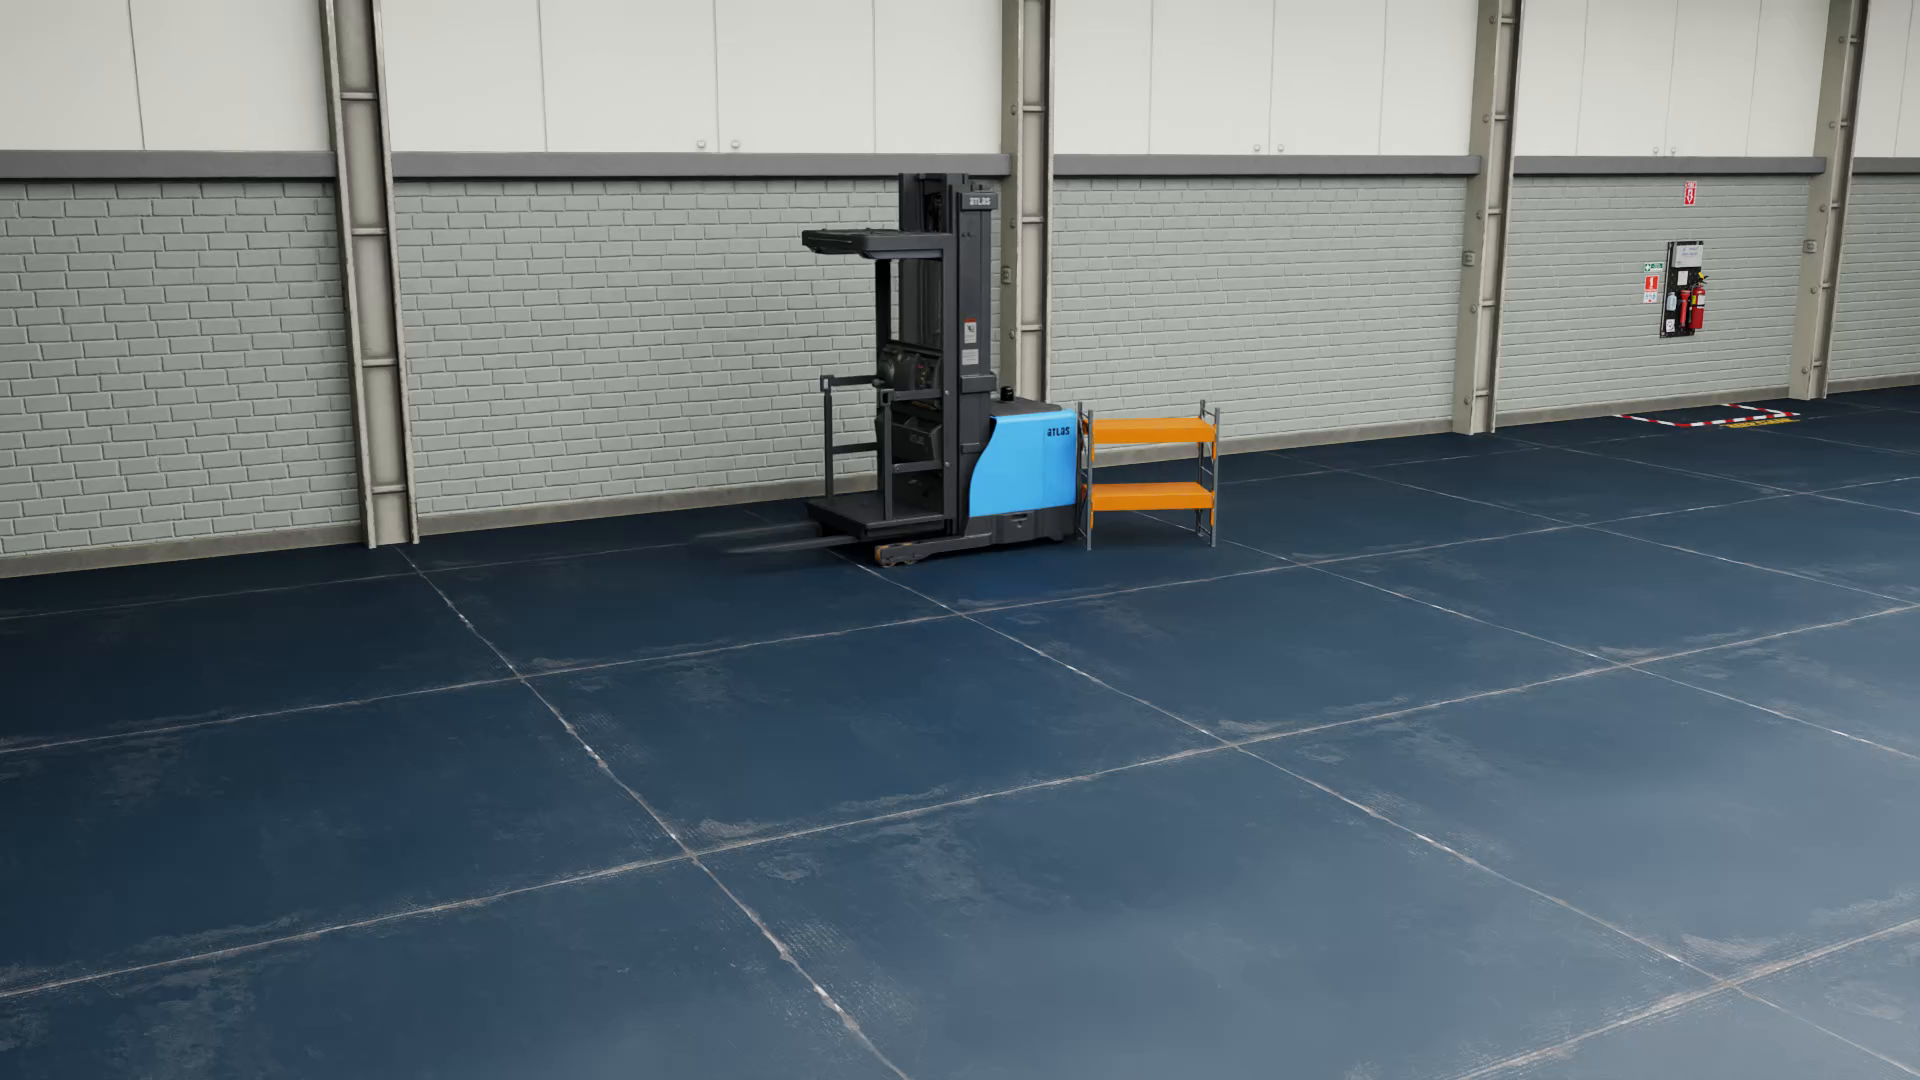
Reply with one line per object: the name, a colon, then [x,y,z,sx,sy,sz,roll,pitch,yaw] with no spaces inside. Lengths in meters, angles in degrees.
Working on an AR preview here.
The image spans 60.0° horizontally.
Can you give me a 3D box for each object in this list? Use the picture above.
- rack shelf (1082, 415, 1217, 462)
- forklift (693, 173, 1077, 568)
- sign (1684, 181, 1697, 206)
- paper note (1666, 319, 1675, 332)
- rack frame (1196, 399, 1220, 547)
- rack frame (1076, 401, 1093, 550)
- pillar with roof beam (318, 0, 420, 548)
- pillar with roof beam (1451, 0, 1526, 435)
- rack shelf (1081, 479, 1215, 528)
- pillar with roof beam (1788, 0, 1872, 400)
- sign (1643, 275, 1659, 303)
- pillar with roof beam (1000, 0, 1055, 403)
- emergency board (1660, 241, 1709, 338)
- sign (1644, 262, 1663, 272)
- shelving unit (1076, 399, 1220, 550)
rack shelf: [1.504,-0.821,13.364,1.000,0.278,0.538,-1,13,-6]
forklift: [-0.576,-1.351,12.937,3.031,2.935,1.130,-8,15,-30]
sign: [8.925,-4.237,20.323,0.199,0.298,0.001,-7,14,-28]
paper note: [8.792,-2.652,20.569,0.142,0.148,0.016,-7,14,-28]
rack frame: [2.009,-0.548,13.484,0.032,1.125,0.500,-1,13,-6]
rack frame: [0.999,-0.523,13.372,0.032,1.125,0.500,-1,13,-6]
pillar with roof beam: [-2.569,-3.544,8.859,0.400,9.000,9.100,-7,14,-28]
pillar with roof beam: [7.964,-4.806,14.469,0.400,9.000,9.100,-7,14,-28]
rack shelf: [1.504,-0.297,13.482,1.000,0.278,0.538,-1,13,-6]
pillar with roof beam: [13.230,-5.437,17.273,0.400,9.000,9.100,-7,14,-28]
sign: [8.445,-3.067,20.322,0.234,0.329,0.001,-7,14,-28]
pillar with roof beam: [2.697,-4.175,11.664,0.400,9.000,9.100,-7,14,-28]
emergency board: [8.980,-3.087,20.496,0.643,1.169,0.194,-7,14,-28]
sign: [8.454,-3.324,20.258,0.331,0.109,0.001,-7,14,-28]
shelving unit: [1.504,-0.536,13.428,1.048,1.125,0.538,-1,13,-6]
